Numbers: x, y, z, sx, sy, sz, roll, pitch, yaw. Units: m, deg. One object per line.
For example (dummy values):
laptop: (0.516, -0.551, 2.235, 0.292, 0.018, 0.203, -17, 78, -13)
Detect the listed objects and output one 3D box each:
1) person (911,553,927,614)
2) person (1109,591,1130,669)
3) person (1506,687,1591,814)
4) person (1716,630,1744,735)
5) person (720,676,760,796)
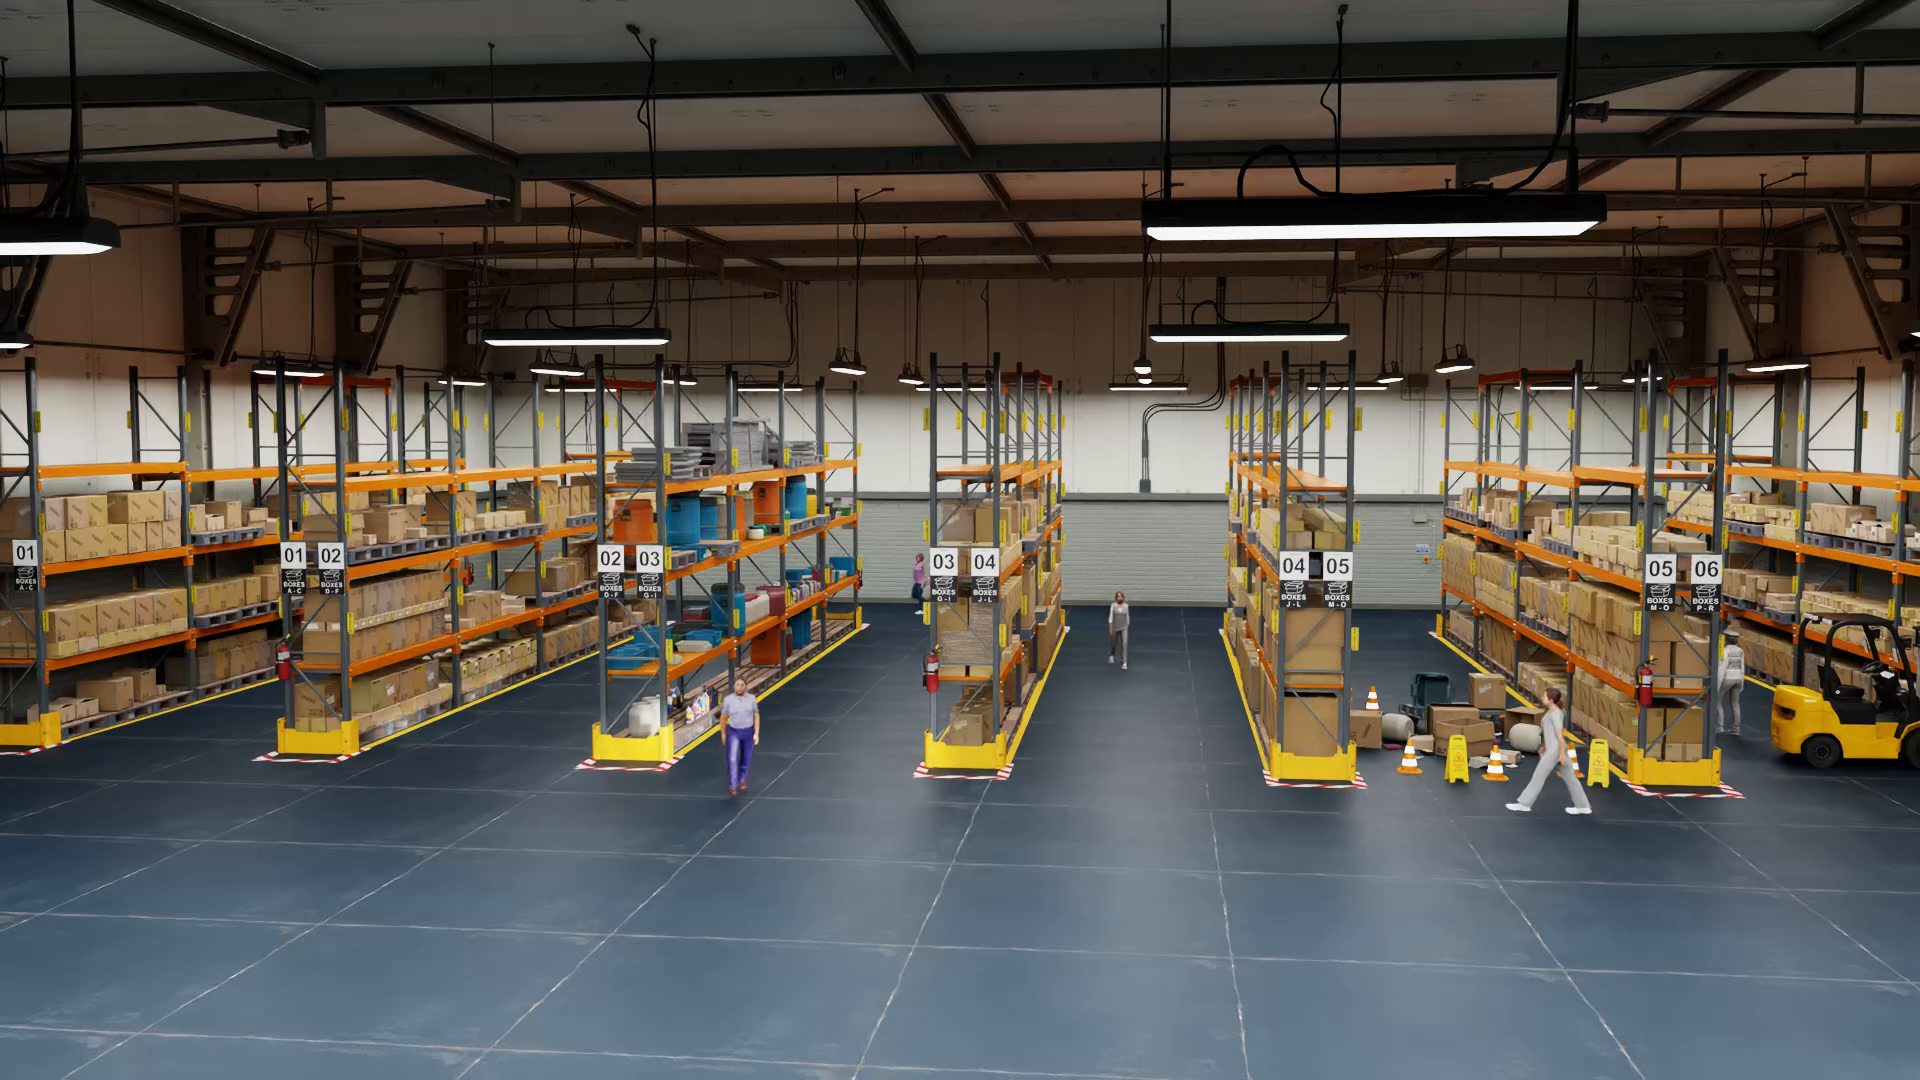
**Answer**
person: (-1.015, 1.128, 43.293, 0.460, 1.589, 0.427, -3, 5, -34)
person: (3.244, 1.811, 33.876, 0.437, 1.552, 0.889, 0, 4, -4)
person: (7.525, 2.682, 21.199, 1.024, 1.582, 0.472, 2, 4, 23)
person: (12.327, 2.300, 26.619, 0.561, 1.712, 0.378, -1, 4, -19)
person: (-2.938, 2.612, 22.224, 0.535, 1.588, 1.040, -2, 4, -21)
